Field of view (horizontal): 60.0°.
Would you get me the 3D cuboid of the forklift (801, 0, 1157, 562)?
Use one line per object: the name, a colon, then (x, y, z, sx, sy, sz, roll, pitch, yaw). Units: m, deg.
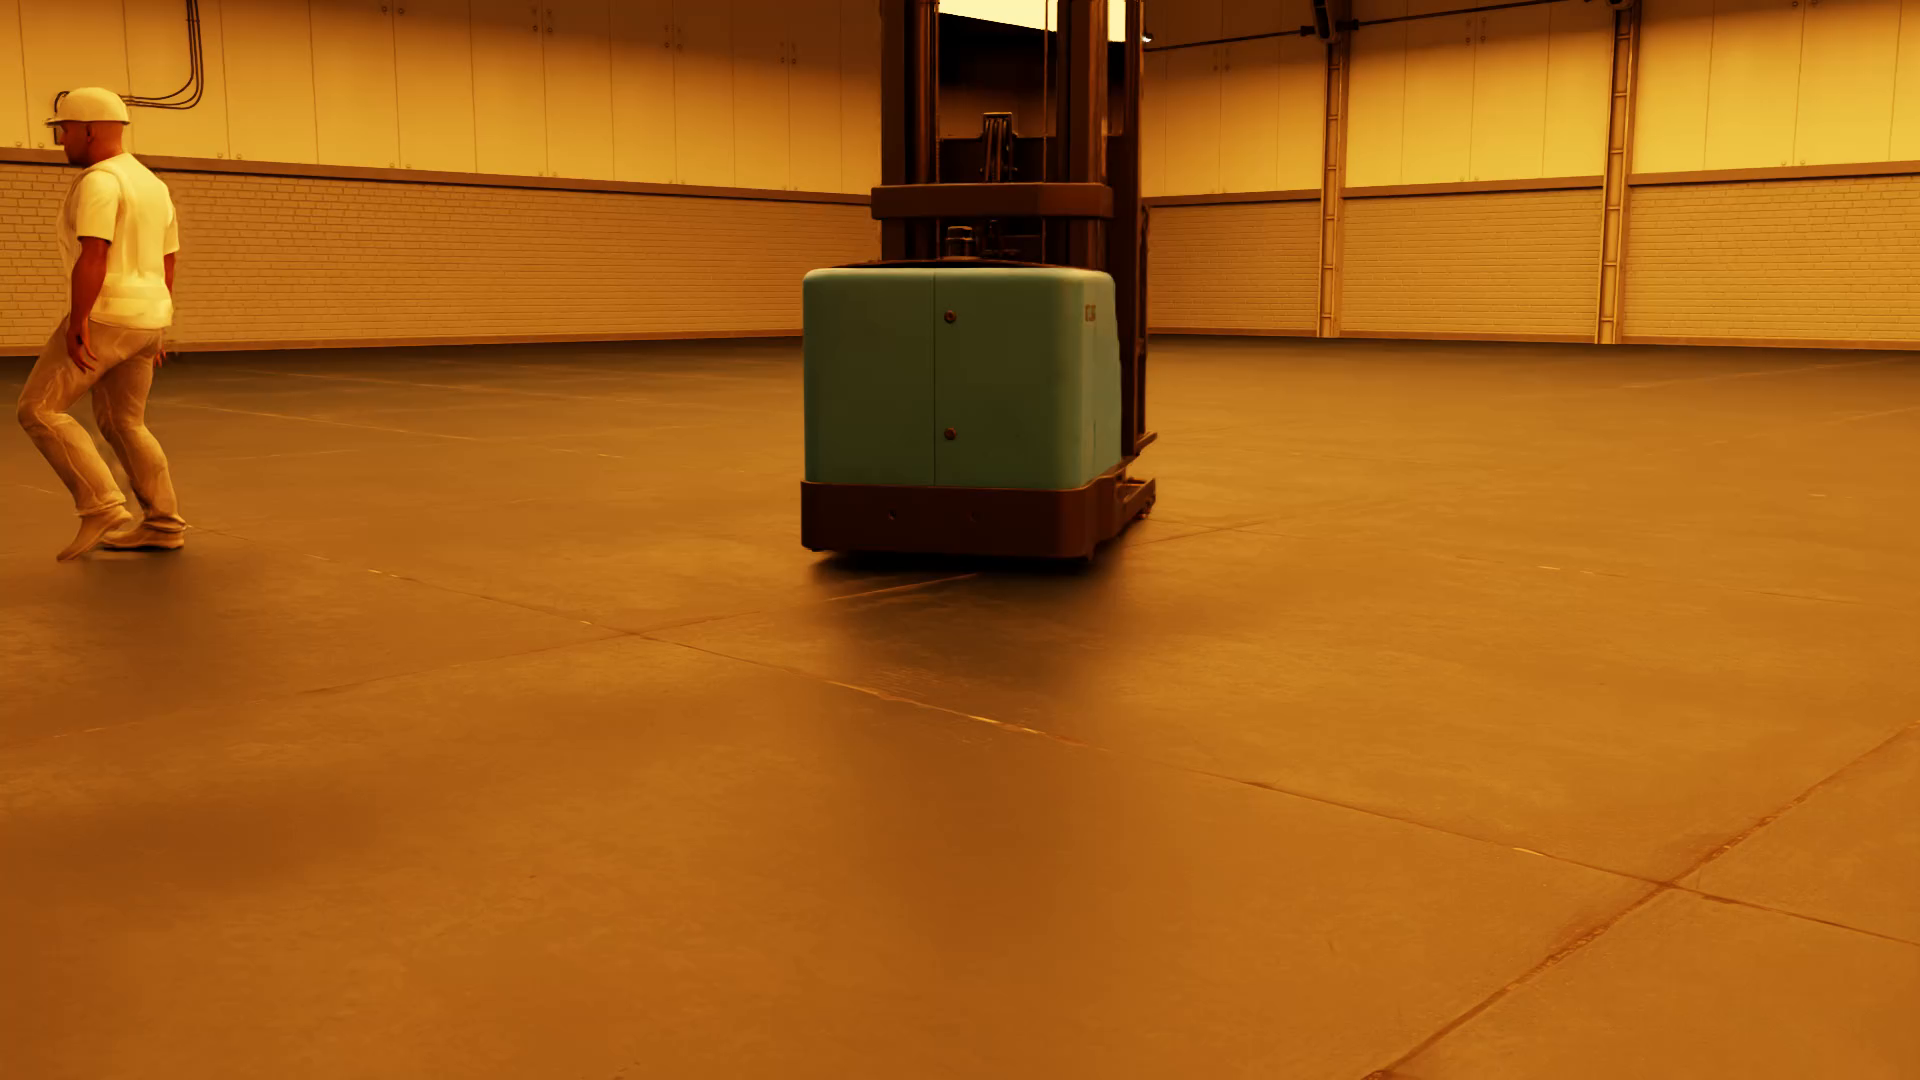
forklift: (0.269, -1.548, 7.156, 1.130, 2.935, 3.031, 2, 9, 14)

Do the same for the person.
person: (-3.265, -0.811, 6.311, 0.483, 1.764, 0.687, -1, 9, -4)
